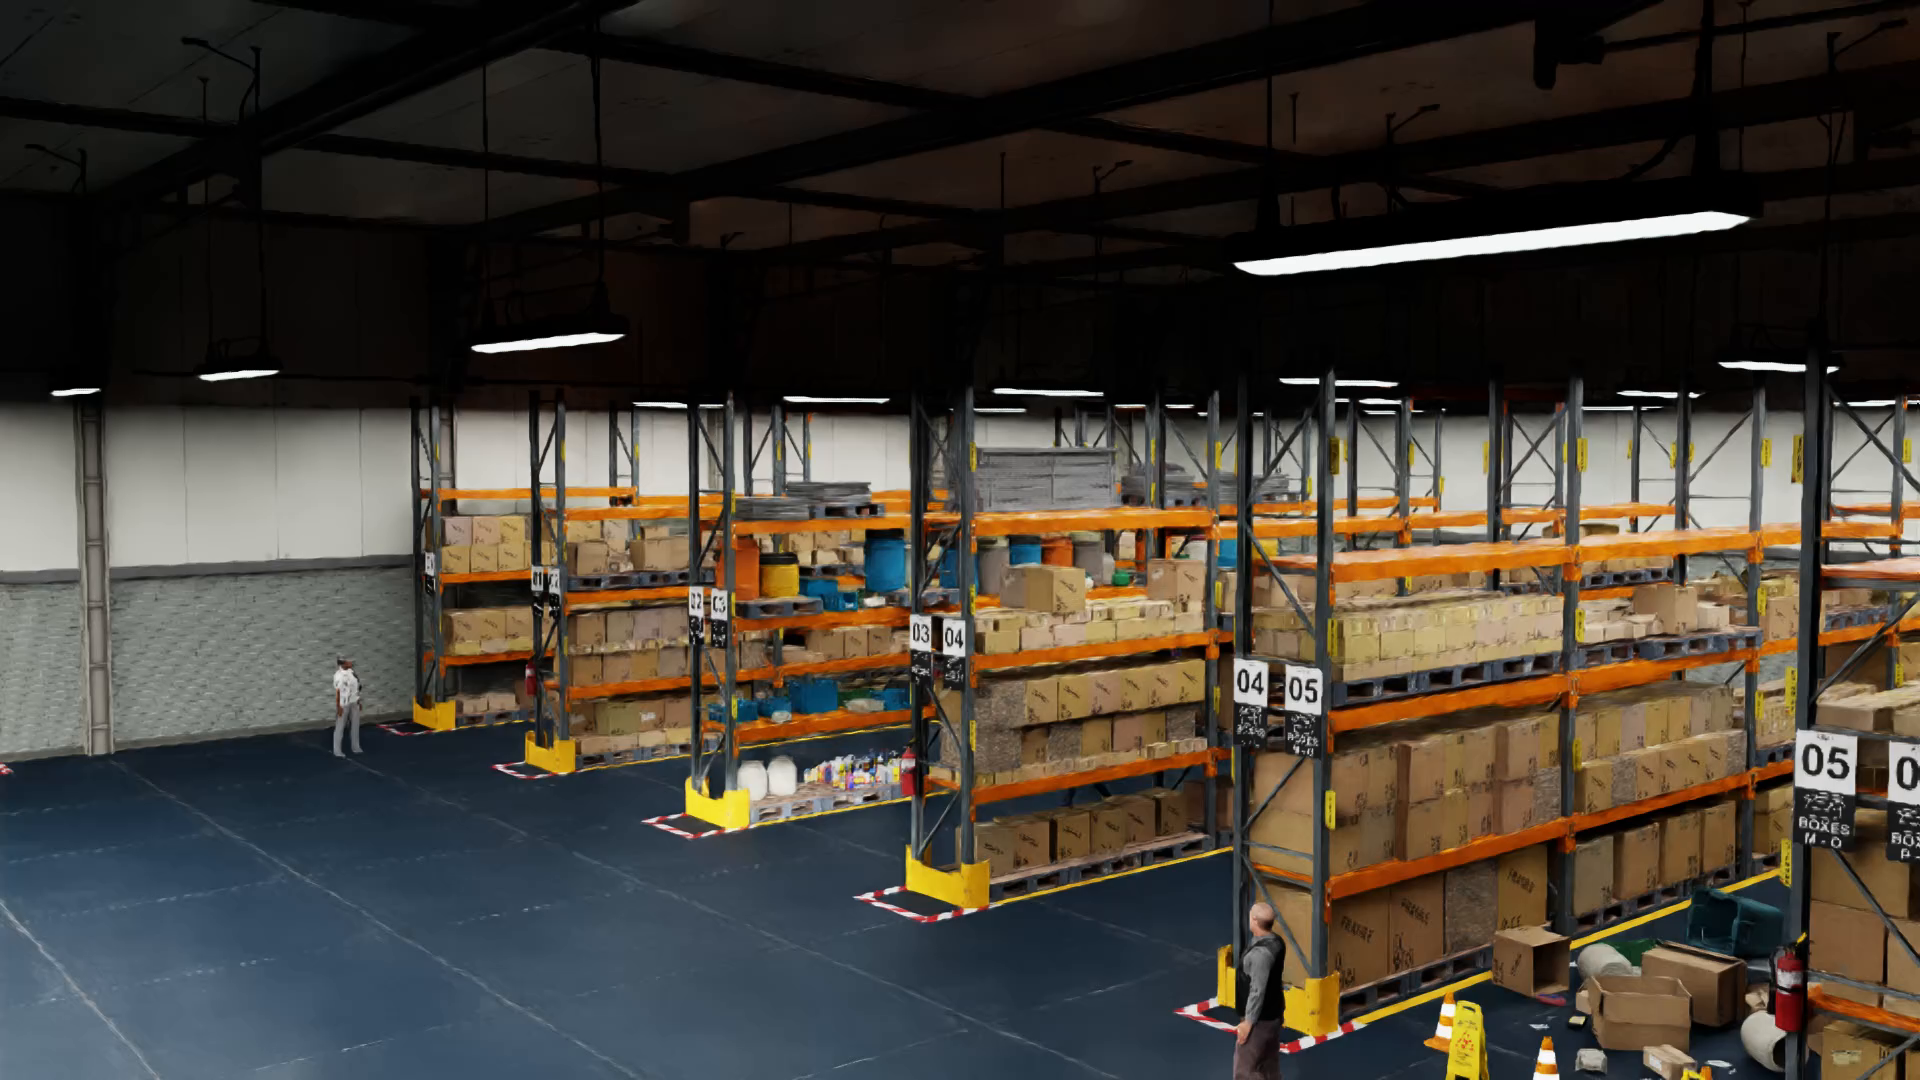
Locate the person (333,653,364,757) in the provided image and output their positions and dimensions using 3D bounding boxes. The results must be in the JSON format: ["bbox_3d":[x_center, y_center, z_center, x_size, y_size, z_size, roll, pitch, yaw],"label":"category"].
[{"bbox_3d":[-10.057,2.704,27.355,0.420,1.677,0.502,1,4,19],"label":"person"}]

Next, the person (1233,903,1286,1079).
[{"bbox_3d":[2.274,3.567,12.341,0.471,1.712,0.690,1,4,22],"label":"person"}]

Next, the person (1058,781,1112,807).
[{"bbox_3d":[1.714,3.037,22.962,0.962,1.515,0.408,-2,4,-30],"label":"person"}]
